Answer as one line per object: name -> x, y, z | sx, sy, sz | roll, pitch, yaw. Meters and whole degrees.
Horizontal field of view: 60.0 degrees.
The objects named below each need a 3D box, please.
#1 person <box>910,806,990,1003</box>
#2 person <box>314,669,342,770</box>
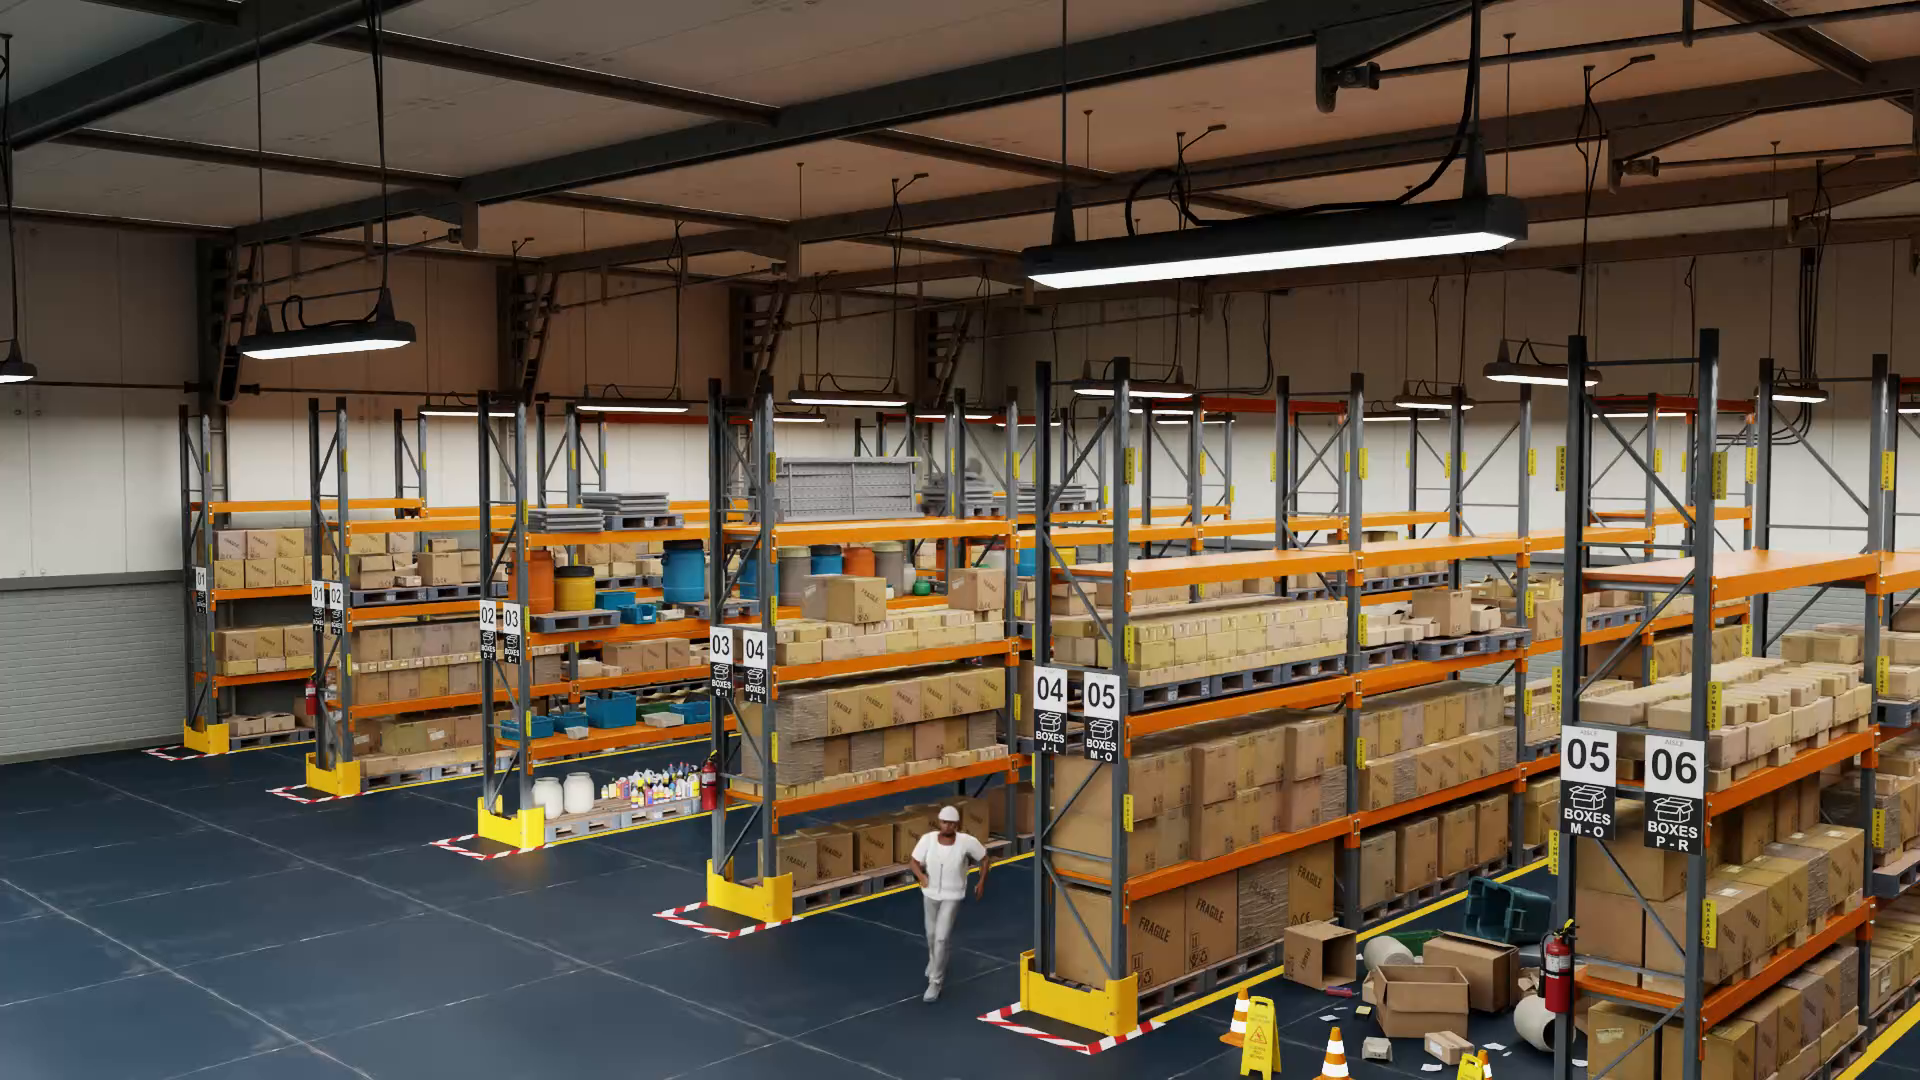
person -> -0.126, 3.429, 15.959 | 0.751, 1.785, 0.884 | 1, 3, 16
person -> -10.214, 2.922, 27.119 | 0.659, 1.662, 0.549 | 2, 4, 38
